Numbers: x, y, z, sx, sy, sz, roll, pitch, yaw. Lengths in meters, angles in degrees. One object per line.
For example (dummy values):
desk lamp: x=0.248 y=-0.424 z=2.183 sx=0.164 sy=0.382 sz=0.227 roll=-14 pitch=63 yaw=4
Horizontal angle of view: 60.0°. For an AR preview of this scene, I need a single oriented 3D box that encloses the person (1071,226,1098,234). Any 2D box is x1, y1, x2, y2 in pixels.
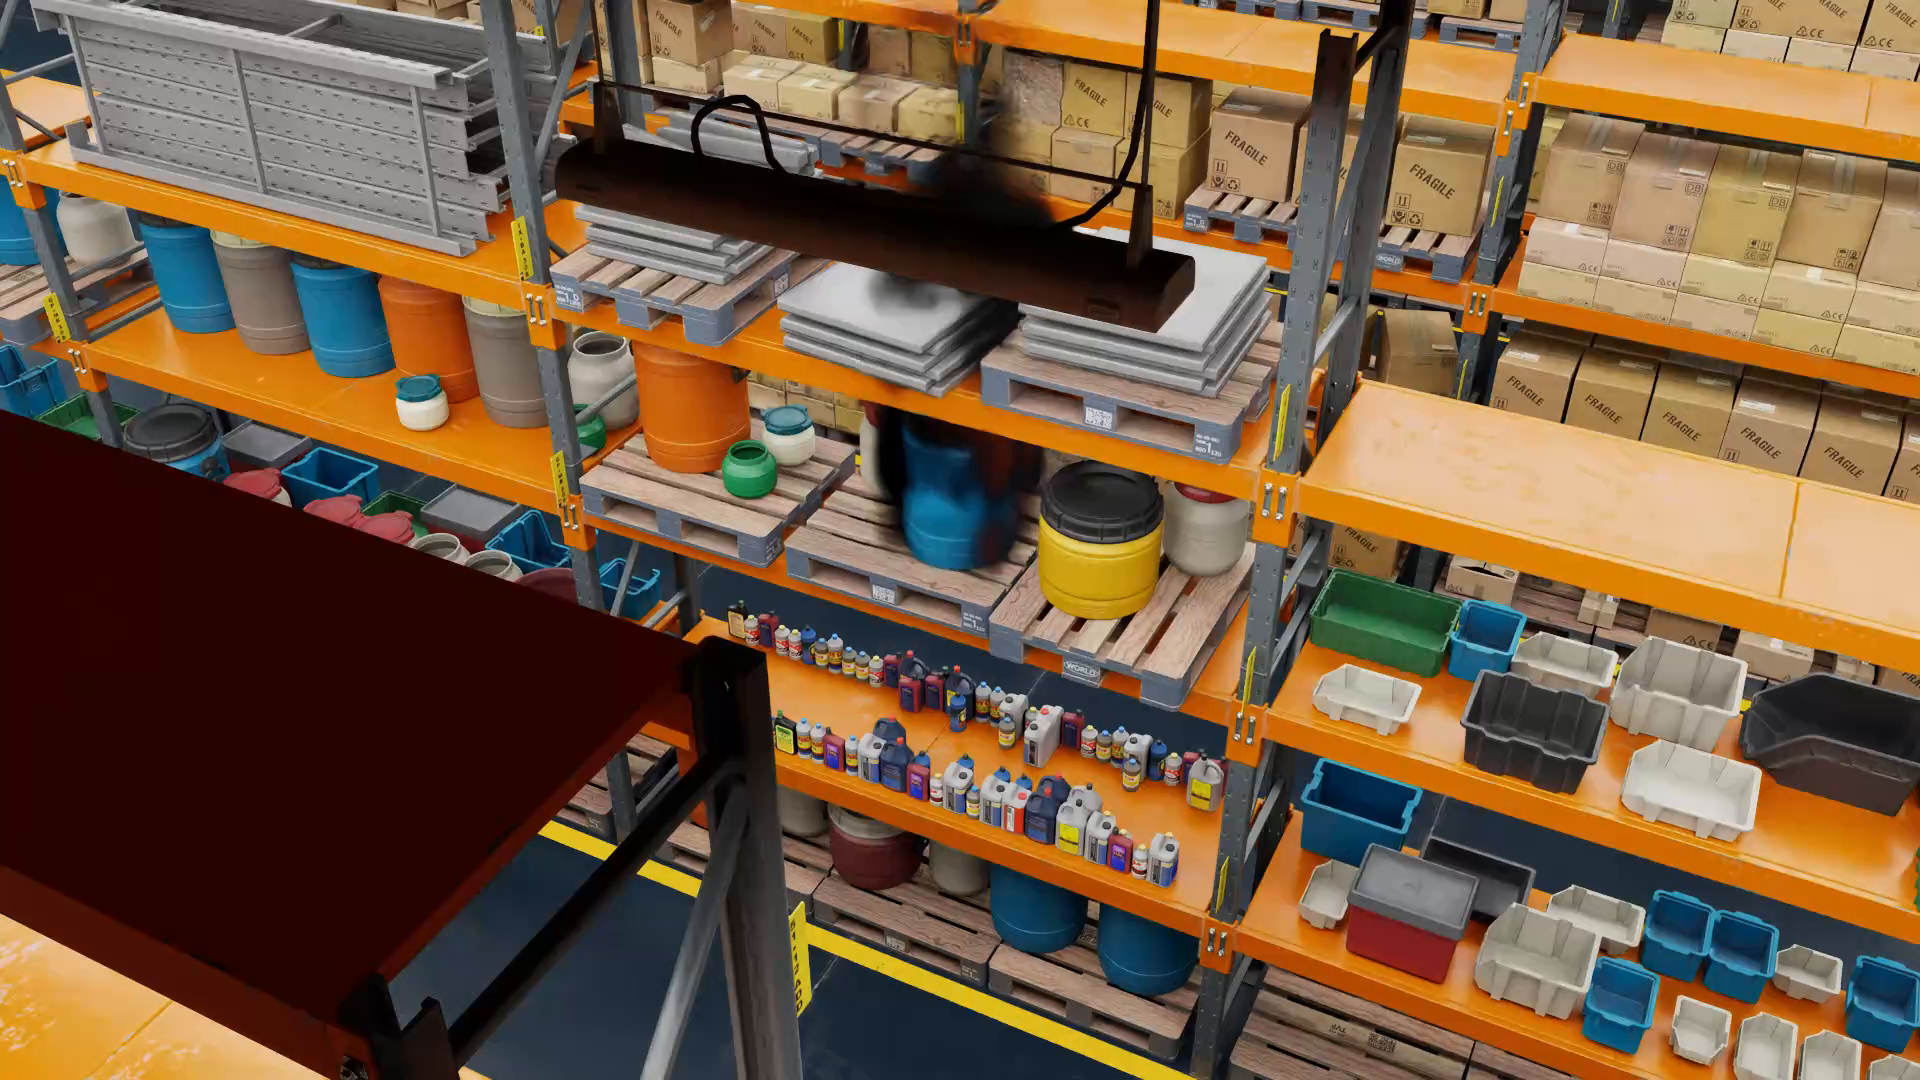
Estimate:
person: x=1.280 y=-2.465 z=15.896 sx=1.042 sy=1.775 sz=0.708 roll=11 pitch=36 yaw=15
